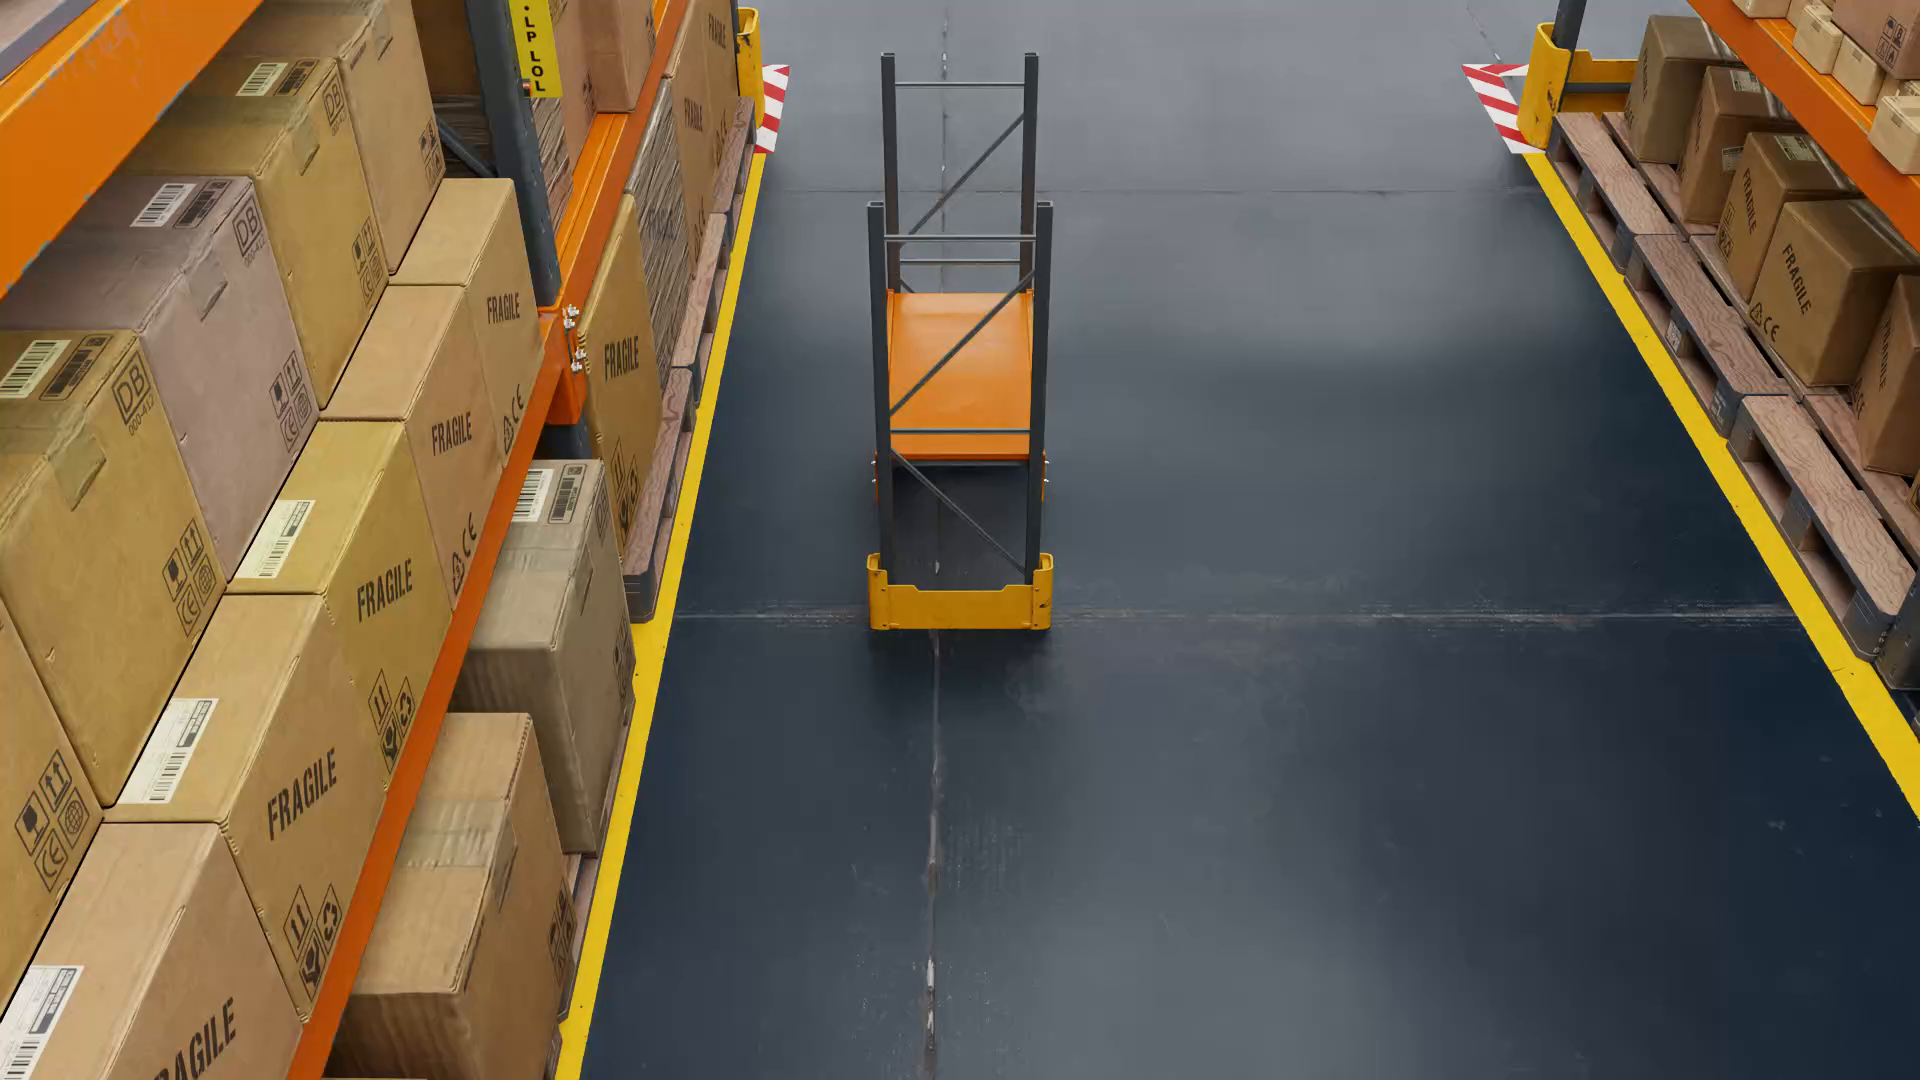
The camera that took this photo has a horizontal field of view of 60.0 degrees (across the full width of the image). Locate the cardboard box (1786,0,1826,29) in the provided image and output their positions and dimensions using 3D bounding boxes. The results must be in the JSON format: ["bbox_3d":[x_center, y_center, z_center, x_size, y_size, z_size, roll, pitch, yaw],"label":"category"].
[{"bbox_3d":[3.179,-1.868,5.883,0.380,0.149,0.250,0,39,0],"label":"cardboard box"}]

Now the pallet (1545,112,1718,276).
[{"bbox_3d":[3.345,-1.595,7.571,1.003,0.211,1.213,0,39,0],"label":"pallet"}]

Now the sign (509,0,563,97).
[{"bbox_3d":[-1.033,-1.224,4.016,0.100,0.325,0.005,0,39,0],"label":"sign"}]

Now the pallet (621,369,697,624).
[{"bbox_3d":[-1.499,-0.184,5.811,1.003,0.211,1.213,0,39,0],"label":"pallet"}]

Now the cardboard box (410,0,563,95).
[{"bbox_3d":[-1.542,-1.507,4.249,0.875,0.550,0.550,0,39,0],"label":"cardboard box"}]

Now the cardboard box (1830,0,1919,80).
[{"bbox_3d":[3.379,-1.799,5.278,0.875,0.500,0.500,0,39,0],"label":"cardboard box"}]

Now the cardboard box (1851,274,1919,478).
[{"bbox_3d":[3.415,-0.534,5.681,0.500,0.500,0.500,12,40,14],"label":"cardboard box"}]

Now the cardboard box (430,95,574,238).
[{"bbox_3d":[-1.588,-1.086,4.586,0.875,0.550,0.550,0,39,0],"label":"cardboard box"}]

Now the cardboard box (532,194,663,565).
[{"bbox_3d":[-1.507,-0.525,5.369,0.875,0.875,0.875,1,39,1],"label":"cardboard box"}]

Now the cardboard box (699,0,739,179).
[{"bbox_3d":[-1.514,-2.209,7.471,0.875,0.875,0.875,0,39,0],"label":"cardboard box"}]

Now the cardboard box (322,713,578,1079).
[{"bbox_3d":[-1.488,0.909,3.681,1.050,0.750,0.750,0,39,0],"label":"cardboard box"}]

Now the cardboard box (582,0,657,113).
[{"bbox_3d":[-1.495,-1.768,5.437,0.875,0.550,0.550,0,39,0],"label":"cardboard box"}]

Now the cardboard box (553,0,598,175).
[{"bbox_3d":[-1.612,-1.430,5.016,0.875,0.550,0.550,0,39,0],"label":"cardboard box"}]

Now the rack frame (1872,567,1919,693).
[{"bbox_3d":[3.384,-0.737,4.271,1.000,3.000,0.127,0,39,0],"label":"rack frame"}]

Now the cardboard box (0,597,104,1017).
[{"bbox_3d":[-1.567,0.358,2.025,0.700,0.500,0.500,-1,39,-1],"label":"cardboard box"}]

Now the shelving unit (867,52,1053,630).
[{"bbox_3d":[0.000,-0.633,5.340,0.587,1.500,1.083,0,39,0],"label":"shelving unit"}]

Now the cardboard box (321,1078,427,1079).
[{"bbox_3d":[-1.487,1.491,2.954,1.050,0.750,0.750,1,39,1],"label":"cardboard box"}]

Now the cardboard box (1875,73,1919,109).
[{"bbox_3d":[3.179,-1.399,5.298,0.380,0.149,0.250,0,39,0],"label":"cardboard box"}]

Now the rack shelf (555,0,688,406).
[{"bbox_3d":[-1.578,-1.767,6.131,1.077,0.370,4.000,0,39,0],"label":"rack shelf"}]

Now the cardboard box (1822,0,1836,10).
[{"bbox_3d":[3.419,-2.112,5.668,0.875,0.500,0.500,0,39,0],"label":"cardboard box"}]

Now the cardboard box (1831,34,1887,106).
[{"bbox_3d":[3.138,-1.555,5.493,0.380,0.149,0.250,0,39,0],"label":"cardboard box"}]

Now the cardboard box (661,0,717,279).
[{"bbox_3d":[-1.511,-1.659,6.784,0.875,0.875,0.875,-1,39,-1],"label":"cardboard box"}]

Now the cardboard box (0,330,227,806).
[{"bbox_3d":[-1.568,0.038,2.424,0.700,0.500,0.500,0,39,0],"label":"cardboard box"}]

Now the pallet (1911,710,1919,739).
[{"bbox_3d":[3.386,0.838,4.536,1.003,0.211,1.213,0,39,0],"label":"pallet"}]

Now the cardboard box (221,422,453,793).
[{"bbox_3d":[-1.307,0.122,3.119,0.500,0.500,0.500,0,39,0],"label":"cardboard box"}]

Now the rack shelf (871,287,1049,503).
[{"bbox_3d":[0.000,-0.498,5.460,0.538,0.185,1.000,0,39,0],"label":"rack shelf"}]

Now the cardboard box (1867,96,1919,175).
[{"bbox_3d":[3.047,-1.242,5.102,0.380,0.149,0.250,0,39,0],"label":"cardboard box"}]

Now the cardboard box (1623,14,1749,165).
[{"bbox_3d":[3.363,-2.036,7.555,0.500,0.500,0.500,7,39,8],"label":"cardboard box"}]

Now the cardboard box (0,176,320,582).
[{"bbox_3d":[-1.567,-0.278,2.818,0.700,0.500,0.500,0,39,0],"label":"cardboard box"}]

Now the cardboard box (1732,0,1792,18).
[{"bbox_3d":[3.046,-2.024,6.078,0.380,0.149,0.250,0,39,0],"label":"cardboard box"}]

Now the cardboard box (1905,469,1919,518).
[{"bbox_3d":[3.424,-0.176,5.234,0.500,0.500,0.500,-1,39,-1],"label":"cardboard box"}]

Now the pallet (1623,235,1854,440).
[{"bbox_3d":[3.344,-0.834,6.622,1.003,0.211,1.213,0,39,0],"label":"pallet"}]

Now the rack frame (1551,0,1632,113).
[{"bbox_3d":[3.379,-3.238,7.392,1.000,3.000,0.127,0,39,0],"label":"rack frame"}]

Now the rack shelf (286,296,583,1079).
[{"bbox_3d":[-1.574,0.735,3.010,1.077,0.370,4.000,0,39,0],"label":"rack shelf"}]

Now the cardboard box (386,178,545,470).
[{"bbox_3d":[-1.308,-0.510,3.907,0.500,0.500,0.500,0,39,0],"label":"cardboard box"}]

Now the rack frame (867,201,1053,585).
[{"bbox_3d":[0.000,-0.321,4.951,0.500,1.500,0.032,0,39,0],"label":"rack frame"}]

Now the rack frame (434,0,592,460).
[{"bbox_3d":[-1.576,-0.797,4.345,1.000,3.000,0.127,0,39,0],"label":"rack frame"}]

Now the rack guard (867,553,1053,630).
[{"bbox_3d":[0.000,0.166,5.343,0.587,0.250,0.087,0,39,0],"label":"rack guard"}]

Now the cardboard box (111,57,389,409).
[{"bbox_3d":[-1.567,-0.594,3.213,0.700,0.500,0.500,-1,39,-1],"label":"cardboard box"}]

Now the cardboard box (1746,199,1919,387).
[{"bbox_3d":[3.336,-0.922,6.165,0.500,0.500,0.500,-3,39,-4],"label":"cardboard box"}]

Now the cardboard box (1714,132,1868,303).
[{"bbox_3d":[3.380,-1.271,6.601,0.500,0.500,0.500,3,39,4],"label":"cardboard box"}]

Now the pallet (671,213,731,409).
[{"bbox_3d":[-1.503,-0.949,6.765,1.003,0.211,1.213,0,39,0],"label":"pallet"}]

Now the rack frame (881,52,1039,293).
[{"bbox_3d":[-0.001,-0.957,5.744,0.500,1.500,0.032,0,39,0],"label":"rack frame"}]

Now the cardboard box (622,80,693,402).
[{"bbox_3d":[-1.512,-1.088,6.073,0.875,0.875,0.875,0,39,0],"label":"cardboard box"}]

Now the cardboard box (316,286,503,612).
[{"bbox_3d":[-1.308,-0.194,3.513,0.500,0.500,0.500,0,39,-1],"label":"cardboard box"}]

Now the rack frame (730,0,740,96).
[{"bbox_3d":[-1.581,-3.298,7.467,1.000,3.000,0.127,0,39,0],"label":"rack frame"}]

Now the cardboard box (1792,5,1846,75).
[{"bbox_3d":[3.103,-1.711,5.688,0.380,0.149,0.250,0,39,0],"label":"cardboard box"}]

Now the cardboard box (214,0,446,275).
[{"bbox_3d":[-1.570,-0.915,3.614,0.700,0.500,0.500,-1,39,-1],"label":"cardboard box"}]

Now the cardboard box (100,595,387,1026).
[{"bbox_3d":[-1.304,0.440,2.722,0.500,0.500,0.500,0,39,-1],"label":"cardboard box"}]

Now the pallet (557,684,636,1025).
[{"bbox_3d":[-1.500,0.774,4.615,1.003,0.211,1.213,0,39,0],"label":"pallet"}]

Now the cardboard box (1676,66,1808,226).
[{"bbox_3d":[3.398,-1.663,7.089,0.500,0.500,0.500,10,40,12],"label":"cardboard box"}]

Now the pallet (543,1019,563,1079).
[{"bbox_3d":[-1.496,1.539,3.661,1.003,0.211,1.213,0,39,0],"label":"pallet"}]

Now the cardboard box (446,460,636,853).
[{"bbox_3d":[-1.485,0.305,4.433,1.050,0.750,0.750,0,39,0],"label":"cardboard box"}]

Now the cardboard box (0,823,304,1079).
[{"bbox_3d":[-1.306,0.751,2.334,0.500,0.500,0.500,0,39,0],"label":"cardboard box"}]

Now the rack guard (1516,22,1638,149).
[{"bbox_3d":[3.379,-2.215,8.115,1.175,0.500,0.348,0,39,0],"label":"rack guard"}]

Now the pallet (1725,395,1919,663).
[{"bbox_3d":[3.348,-0.069,5.667,1.003,0.211,1.213,0,39,0],"label":"pallet"}]

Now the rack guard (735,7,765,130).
[{"bbox_3d":[-1.581,-2.338,8.267,1.175,0.500,0.348,0,39,0],"label":"rack guard"}]

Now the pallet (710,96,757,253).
[{"bbox_3d":[-1.502,-1.710,7.715,1.003,0.211,1.213,0,39,0],"label":"pallet"}]
